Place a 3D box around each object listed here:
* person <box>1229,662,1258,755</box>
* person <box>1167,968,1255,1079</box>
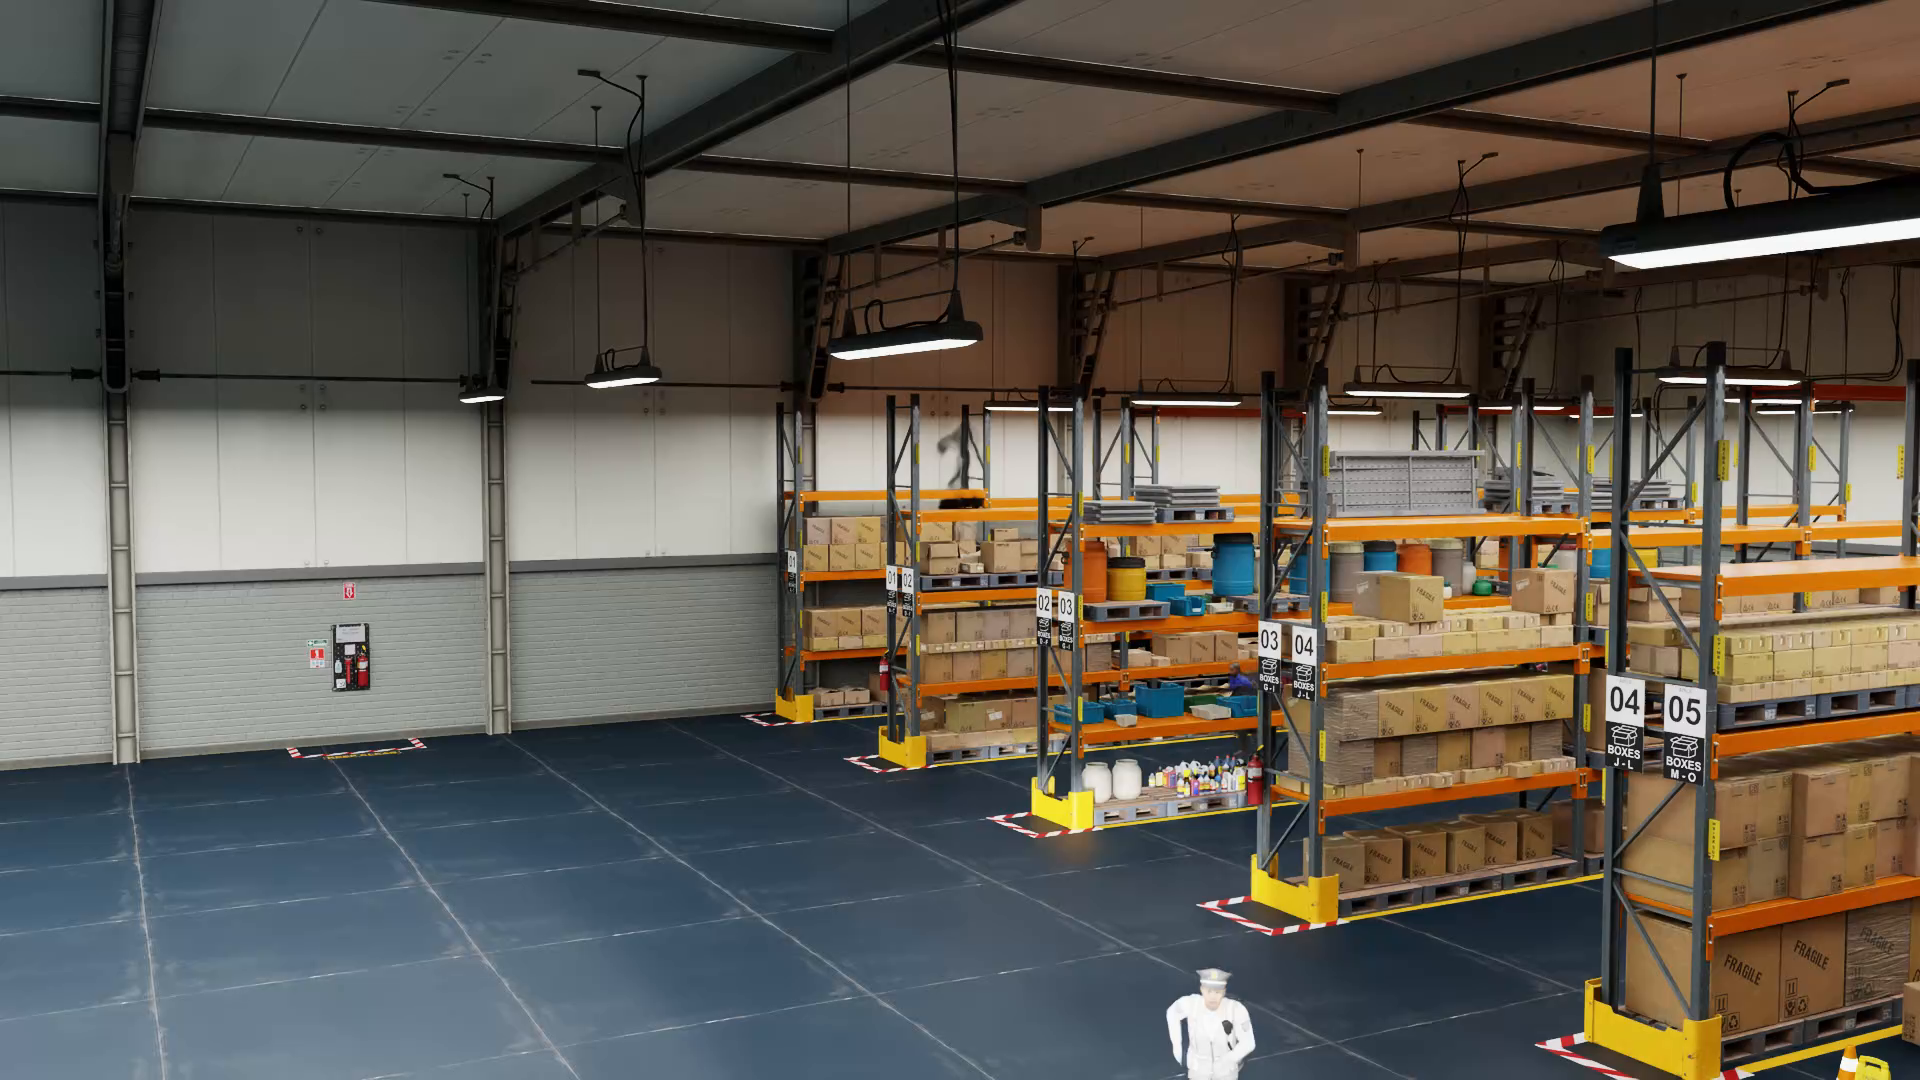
[{"bbox_3d":[4.748,2.822,27.834,0.702,1.589,0.564,-2,4,-36],"label":"person"},{"bbox_3d":[1.739,3.716,11.558,0.605,1.616,0.669,0,3,7],"label":"person"}]
